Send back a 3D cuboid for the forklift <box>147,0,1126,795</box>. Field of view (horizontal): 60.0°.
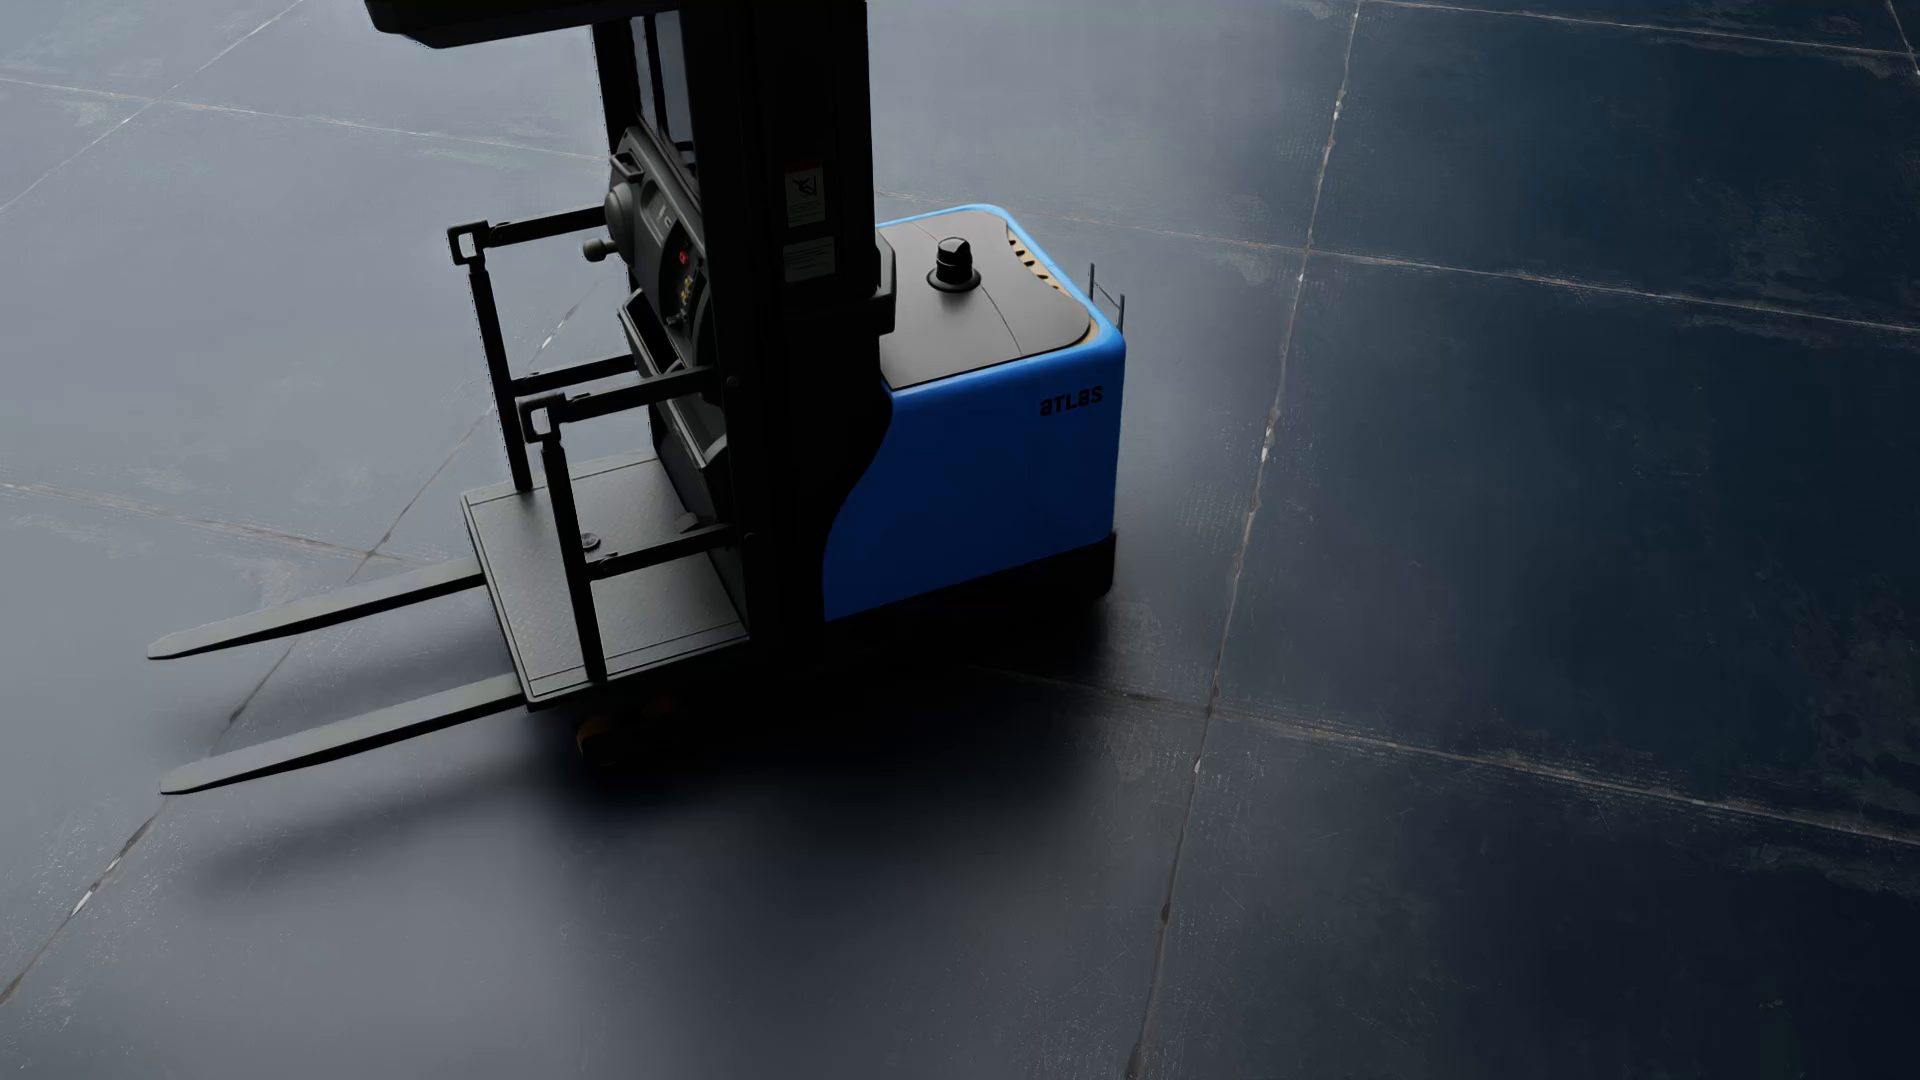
[{"bbox_3d":[-1.040,-0.811,4.669,3.031,2.935,1.130,-16,43,-18],"label":"forklift"}]

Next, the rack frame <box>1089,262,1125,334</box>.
[{"bbox_3d":[0.500,-0.540,5.926,0.006,0.900,0.240,-16,43,-18],"label":"rack frame"}]

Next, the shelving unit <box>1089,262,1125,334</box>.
[{"bbox_3d":[0.407,-0.514,5.895,0.210,0.900,0.258,-16,43,-18],"label":"shelving unit"}]
